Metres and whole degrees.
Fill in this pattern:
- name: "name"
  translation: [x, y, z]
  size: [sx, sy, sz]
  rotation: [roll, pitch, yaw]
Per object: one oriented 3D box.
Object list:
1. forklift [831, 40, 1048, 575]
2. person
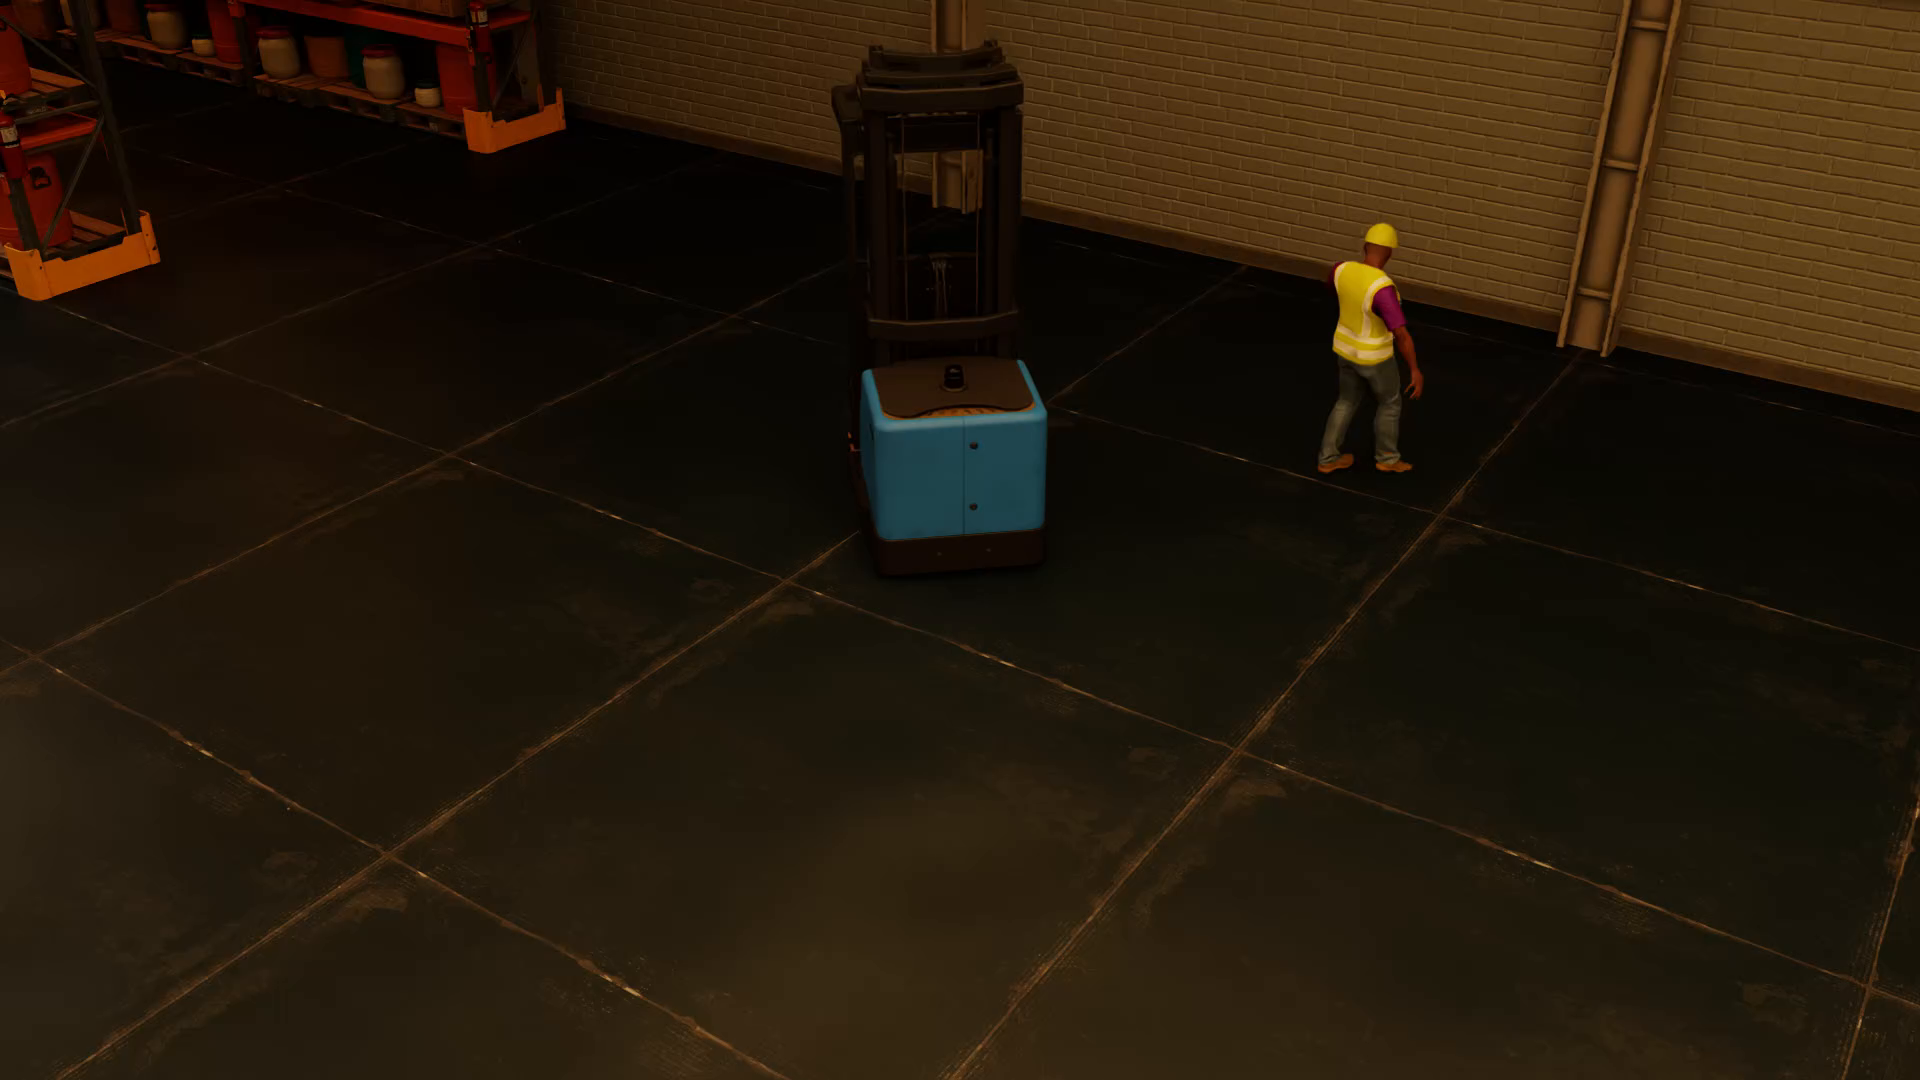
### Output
- name: "forklift"
  translation: [-0.206, -1.775, 10.639]
  size: [1.130, 2.935, 3.031]
  rotation: [-4, 30, -8]
- name: "person"
  translation: [2.755, -1.229, 10.926]
  size: [0.658, 1.780, 1.048]
  rotation: [-15, 33, -24]
